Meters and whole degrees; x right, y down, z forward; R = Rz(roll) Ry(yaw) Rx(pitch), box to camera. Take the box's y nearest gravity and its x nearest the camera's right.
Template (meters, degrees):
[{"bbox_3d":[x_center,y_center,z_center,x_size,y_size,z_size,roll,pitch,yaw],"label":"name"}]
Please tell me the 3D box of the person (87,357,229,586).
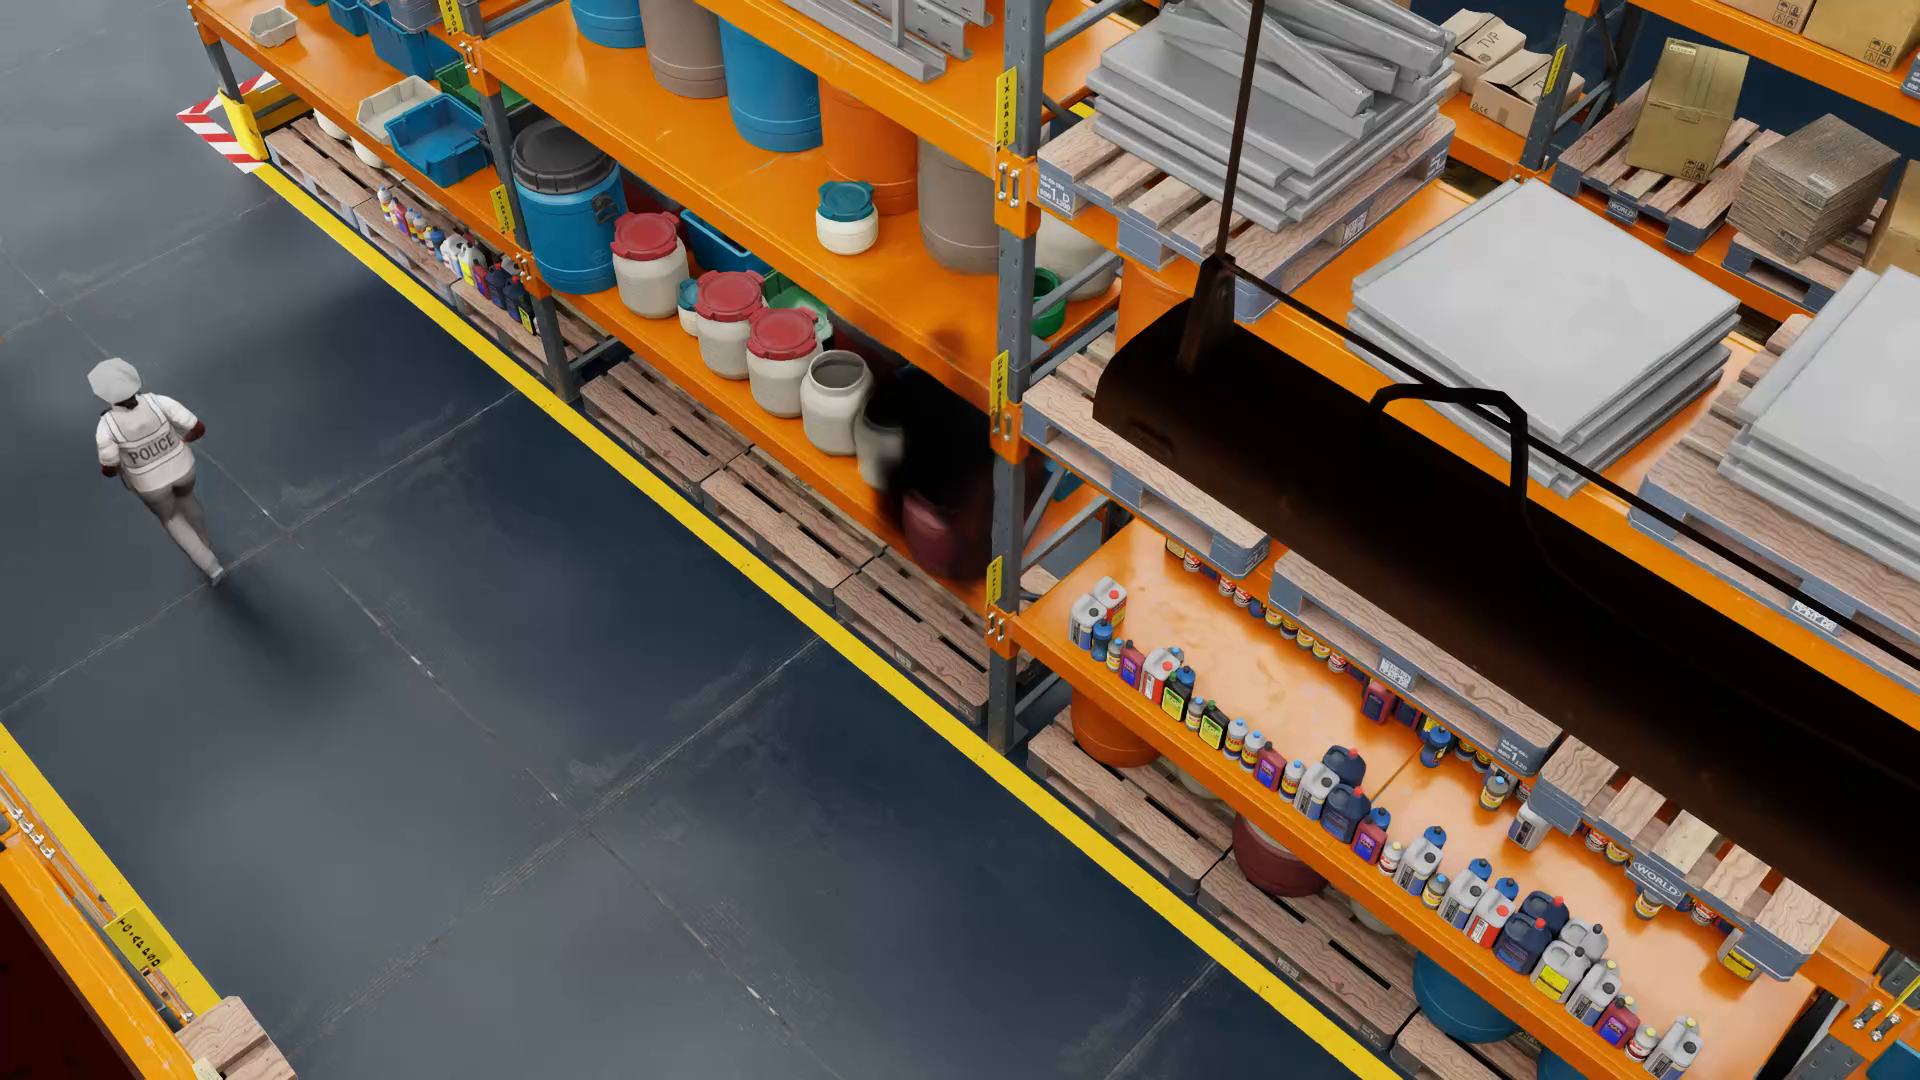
[{"bbox_3d":[-4.589,-0.372,9.622,0.720,1.683,0.590,36,59,26],"label":"person"}]
